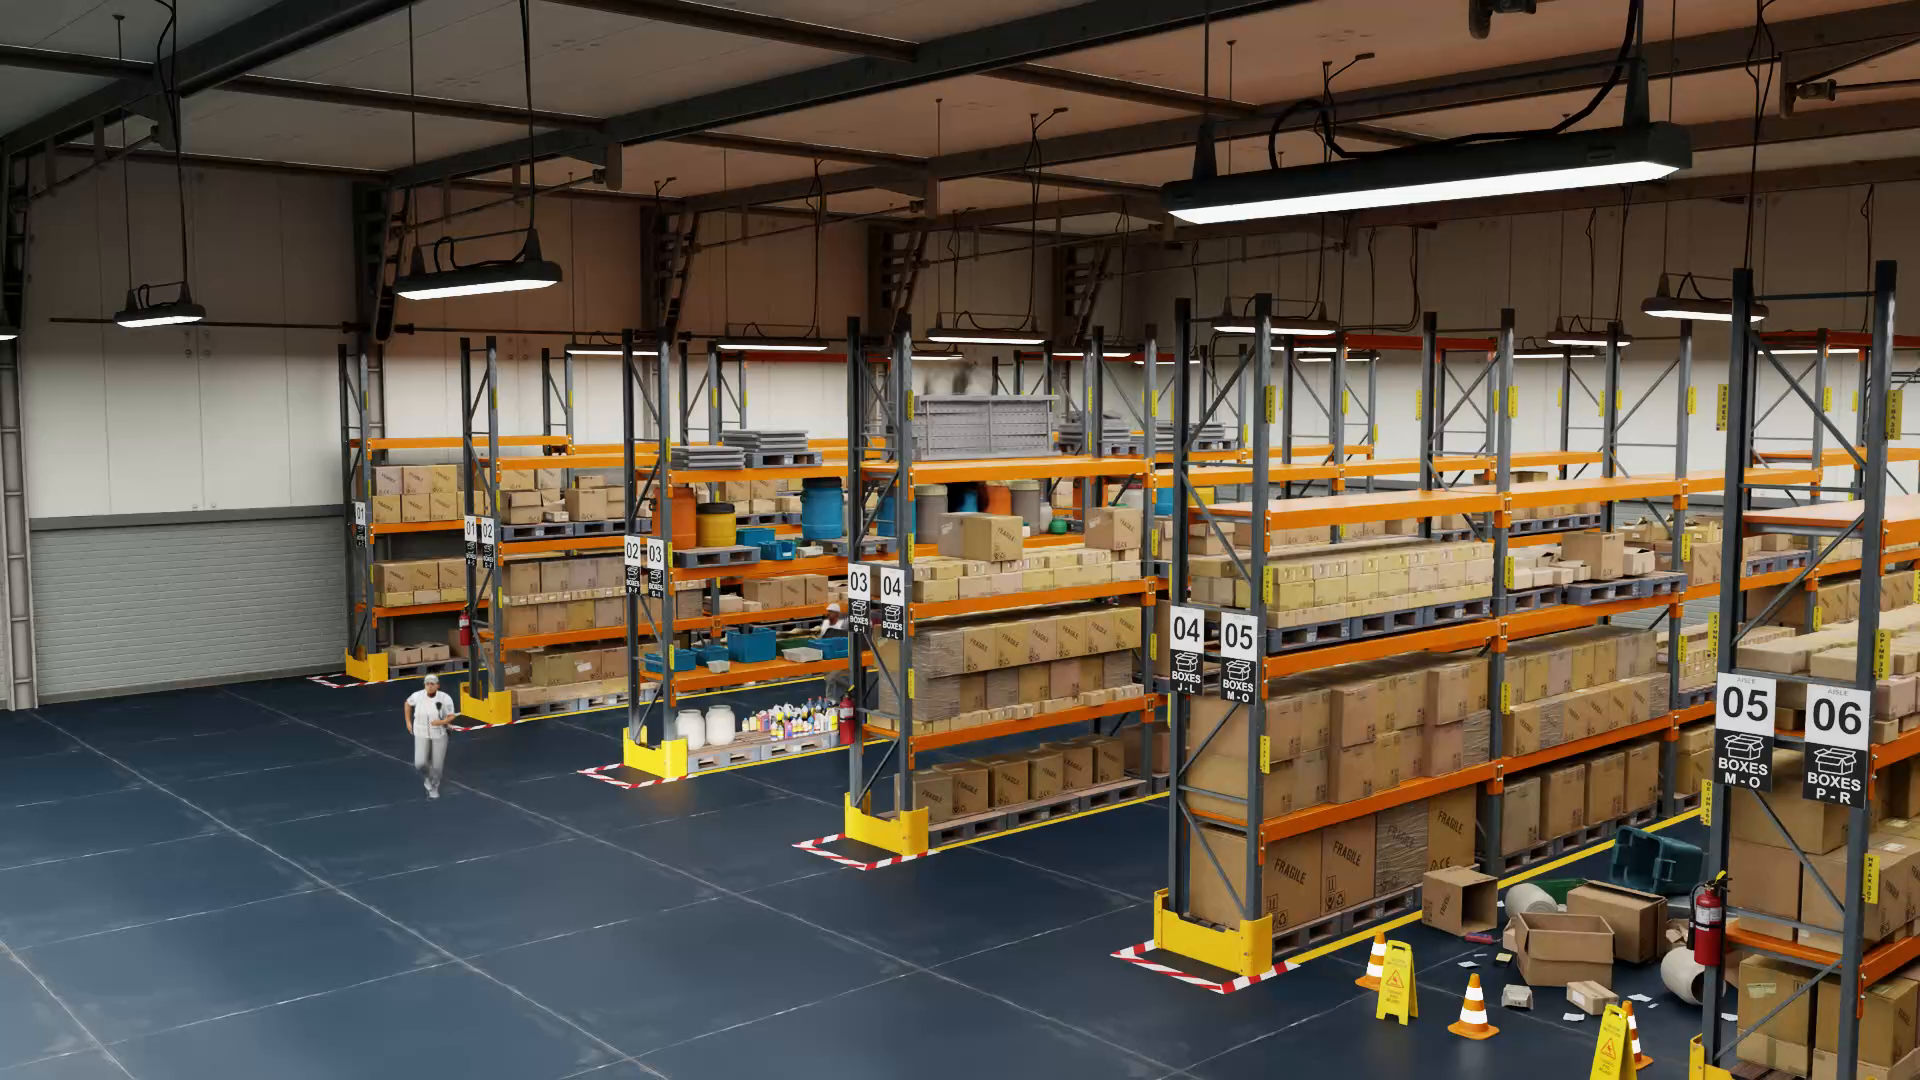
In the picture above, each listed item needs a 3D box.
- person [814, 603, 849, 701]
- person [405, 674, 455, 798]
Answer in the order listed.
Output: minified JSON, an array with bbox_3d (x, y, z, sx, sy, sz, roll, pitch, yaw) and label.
[{"bbox_3d":[-1.967,1.898,26.567,0.985,1.807,0.682,-5,7,-44],"label":"person"},{"bbox_3d":[-6.676,2.484,20.925,0.643,1.617,0.679,-1,5,-8],"label":"person"}]
